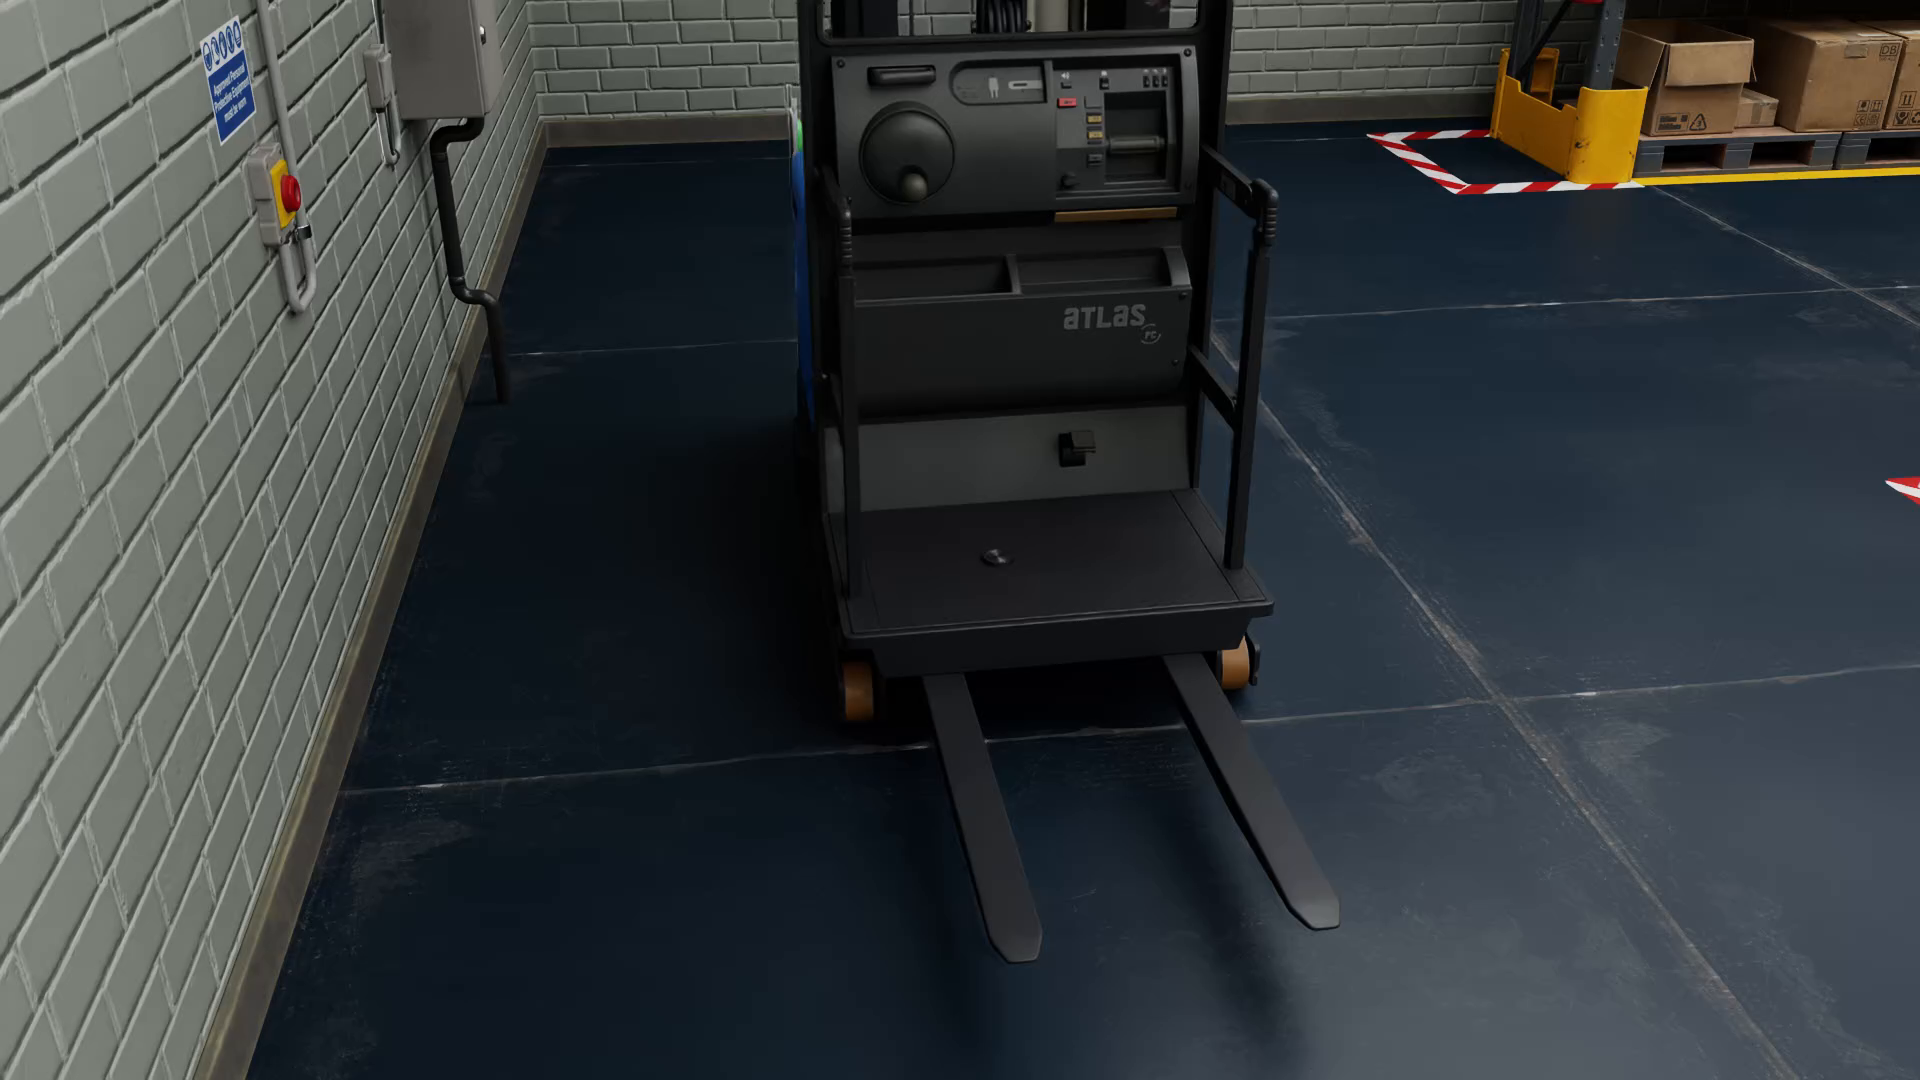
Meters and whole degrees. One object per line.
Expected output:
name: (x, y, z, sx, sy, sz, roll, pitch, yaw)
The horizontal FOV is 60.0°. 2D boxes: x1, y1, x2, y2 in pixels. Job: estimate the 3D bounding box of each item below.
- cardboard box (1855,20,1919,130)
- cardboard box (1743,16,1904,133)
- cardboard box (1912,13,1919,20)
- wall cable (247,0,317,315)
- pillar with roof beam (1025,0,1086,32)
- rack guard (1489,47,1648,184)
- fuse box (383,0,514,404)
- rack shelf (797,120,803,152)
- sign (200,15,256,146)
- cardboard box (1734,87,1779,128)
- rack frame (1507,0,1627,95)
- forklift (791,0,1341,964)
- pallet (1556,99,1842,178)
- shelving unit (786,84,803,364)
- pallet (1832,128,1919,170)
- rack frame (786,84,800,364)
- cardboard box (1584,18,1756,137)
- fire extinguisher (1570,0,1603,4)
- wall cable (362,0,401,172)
cardboard box: (5.352, -2.621, 9.351, 0.500, 0.500, 0.500, -3, 27, -6)
cardboard box: (4.815, -2.633, 9.374, 0.500, 0.500, 0.700, -3, 27, -5)
cardboard box: (5.843, -2.699, 9.503, 0.500, 0.500, 0.700, -5, 28, -9)
wall cable: (-1.541, -1.379, 3.504, 0.123, 1.953, 0.585, -4, 27, -7)
pillar with roof beam: (1.148, -4.485, 4.133, 0.400, 9.000, 9.100, -4, 27, -7)
rack guard: (3.419, -2.418, 9.415, 0.348, 0.500, 1.175, -4, 27, -7)
fuse box: (-1.689, -1.298, 5.906, 0.414, 1.711, 0.539, -4, 27, -7)
rack shelf: (-0.319, -1.343, 5.636, 0.480, 0.148, 0.258, -5, 27, -9)
sign: (-1.595, -1.007, 3.631, 0.001, 0.218, 0.327, -4, 27, -7)
cardboard box: (4.389, -2.449, 9.401, 0.250, 0.149, 0.380, -5, 28, -9)
rack frame: (3.344, -3.526, 8.835, 0.127, 3.000, 1.000, -4, 27, -7)
forklift: (0.181, -1.003, 3.994, 1.130, 2.935, 3.031, -4, 27, -8)
pallet: (4.209, -2.341, 9.581, 1.213, 0.211, 1.003, -4, 27, -7)
shelving unit: (-0.318, -0.970, 5.820, 0.503, 1.200, 0.258, -5, 27, -9)
pallet: (5.414, -2.417, 9.729, 1.213, 0.211, 1.003, -4, 27, -7)
rack frame: (-0.558, -0.950, 5.782, 0.015, 1.200, 0.240, -5, 27, -9)
cardboard box: (3.963, -2.598, 9.302, 0.637, 0.503, 0.797, -5, 28, -9)
fire extinguisher: (3.263, -3.107, 8.513, 0.183, 0.674, 0.296, -4, 27, -7)
wall cable: (-1.750, -2.005, 4.759, 0.122, 1.984, 0.588, -4, 27, -7)
